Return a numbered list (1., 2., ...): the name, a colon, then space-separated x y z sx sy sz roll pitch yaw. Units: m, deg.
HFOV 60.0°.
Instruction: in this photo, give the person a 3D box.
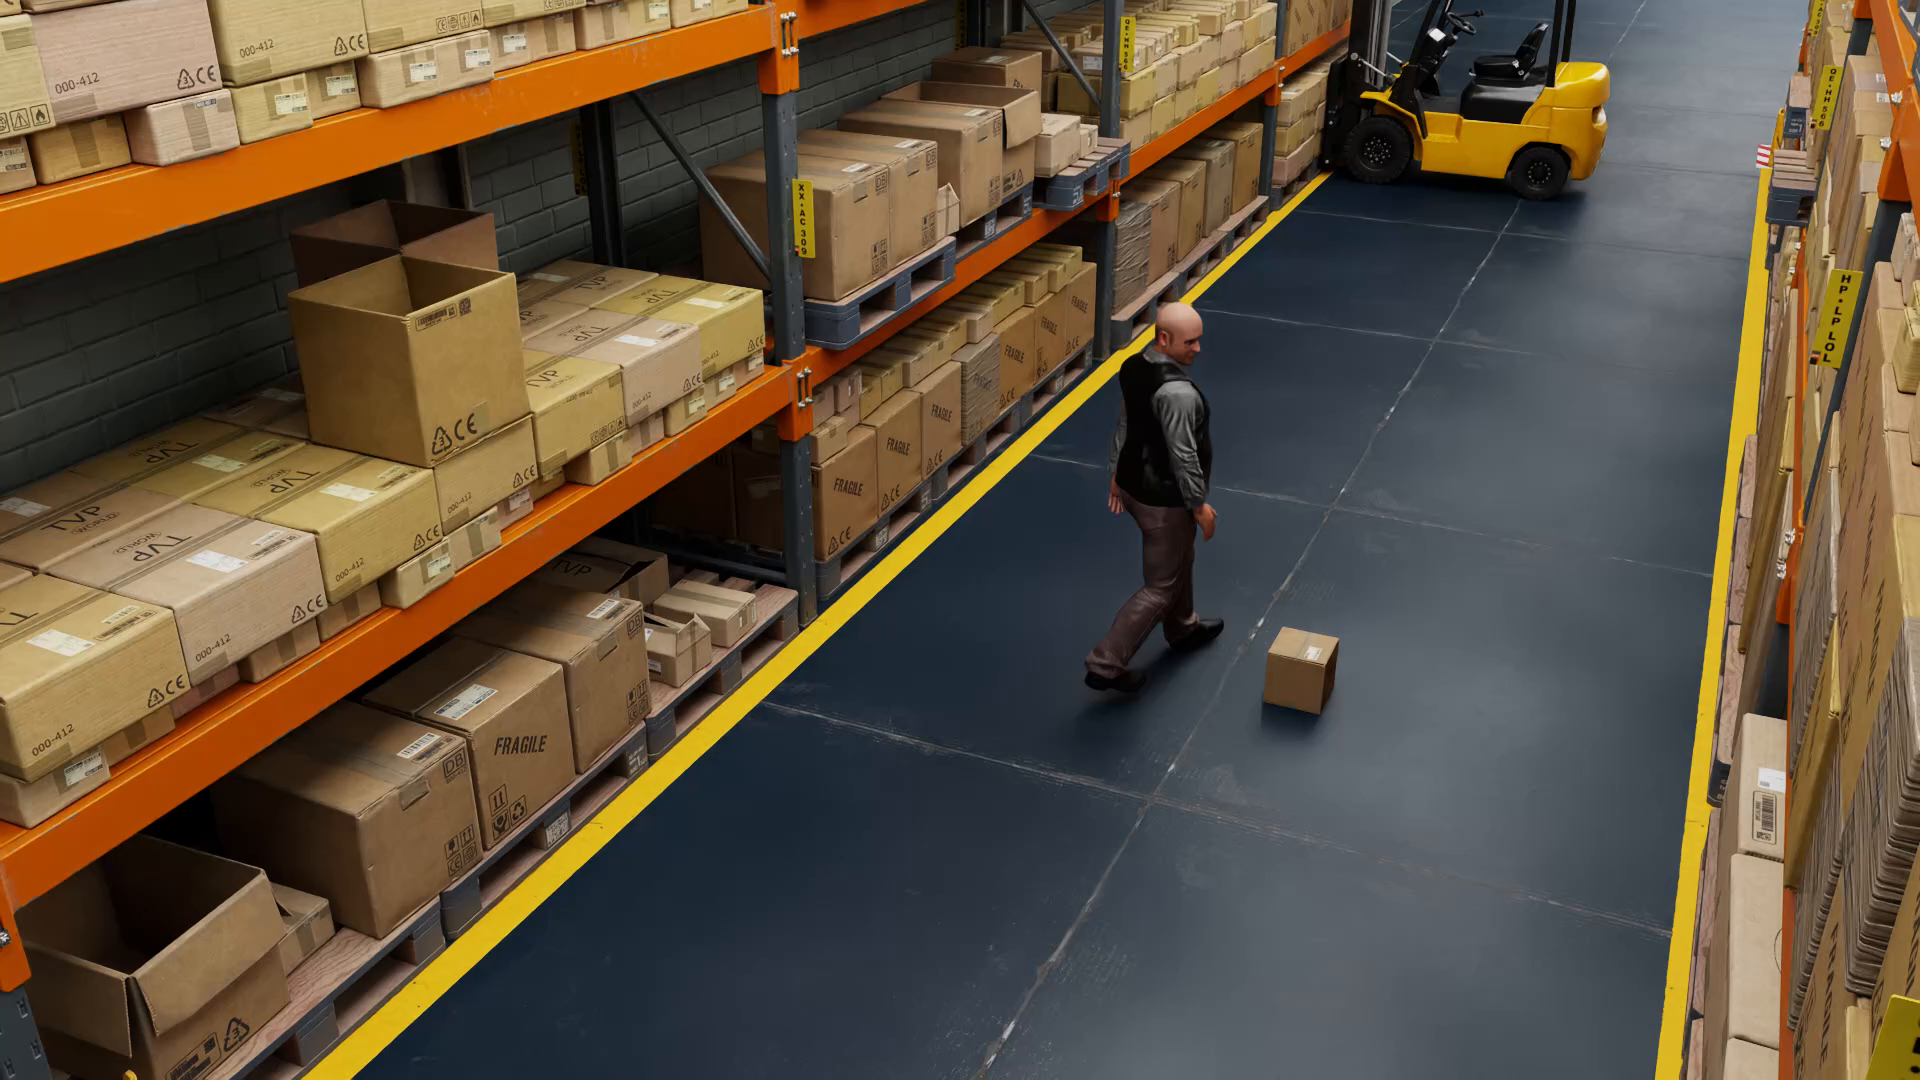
1. person: 0.879 -0.186 7.025 0.846 1.698 0.561 -9 27 -17
